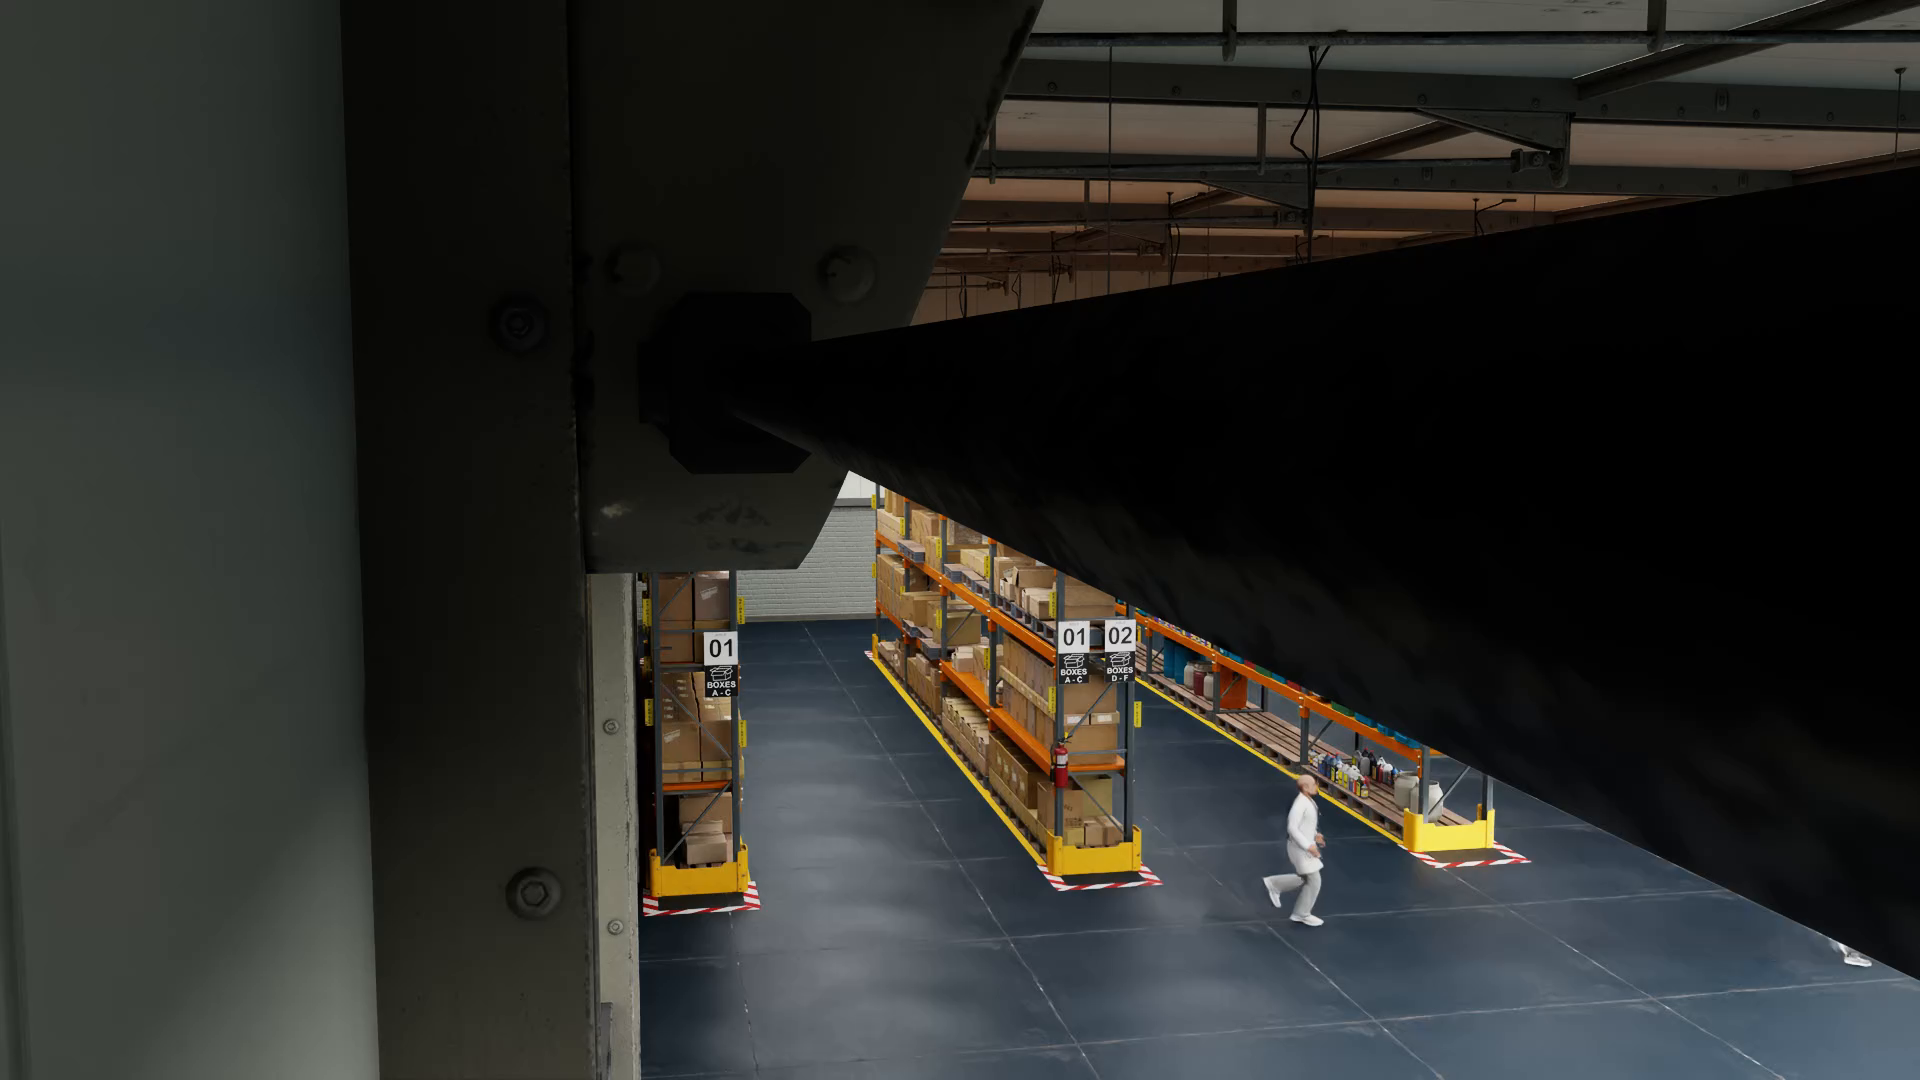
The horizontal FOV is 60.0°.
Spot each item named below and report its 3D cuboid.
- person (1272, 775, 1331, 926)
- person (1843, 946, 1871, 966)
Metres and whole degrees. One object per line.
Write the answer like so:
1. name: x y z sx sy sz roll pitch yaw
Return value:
1. person: 3.904 3.533 19.013 0.673 1.727 0.694 2 6 16
2. person: 9.642 3.752 17.613 0.534 1.558 0.529 1 6 9
